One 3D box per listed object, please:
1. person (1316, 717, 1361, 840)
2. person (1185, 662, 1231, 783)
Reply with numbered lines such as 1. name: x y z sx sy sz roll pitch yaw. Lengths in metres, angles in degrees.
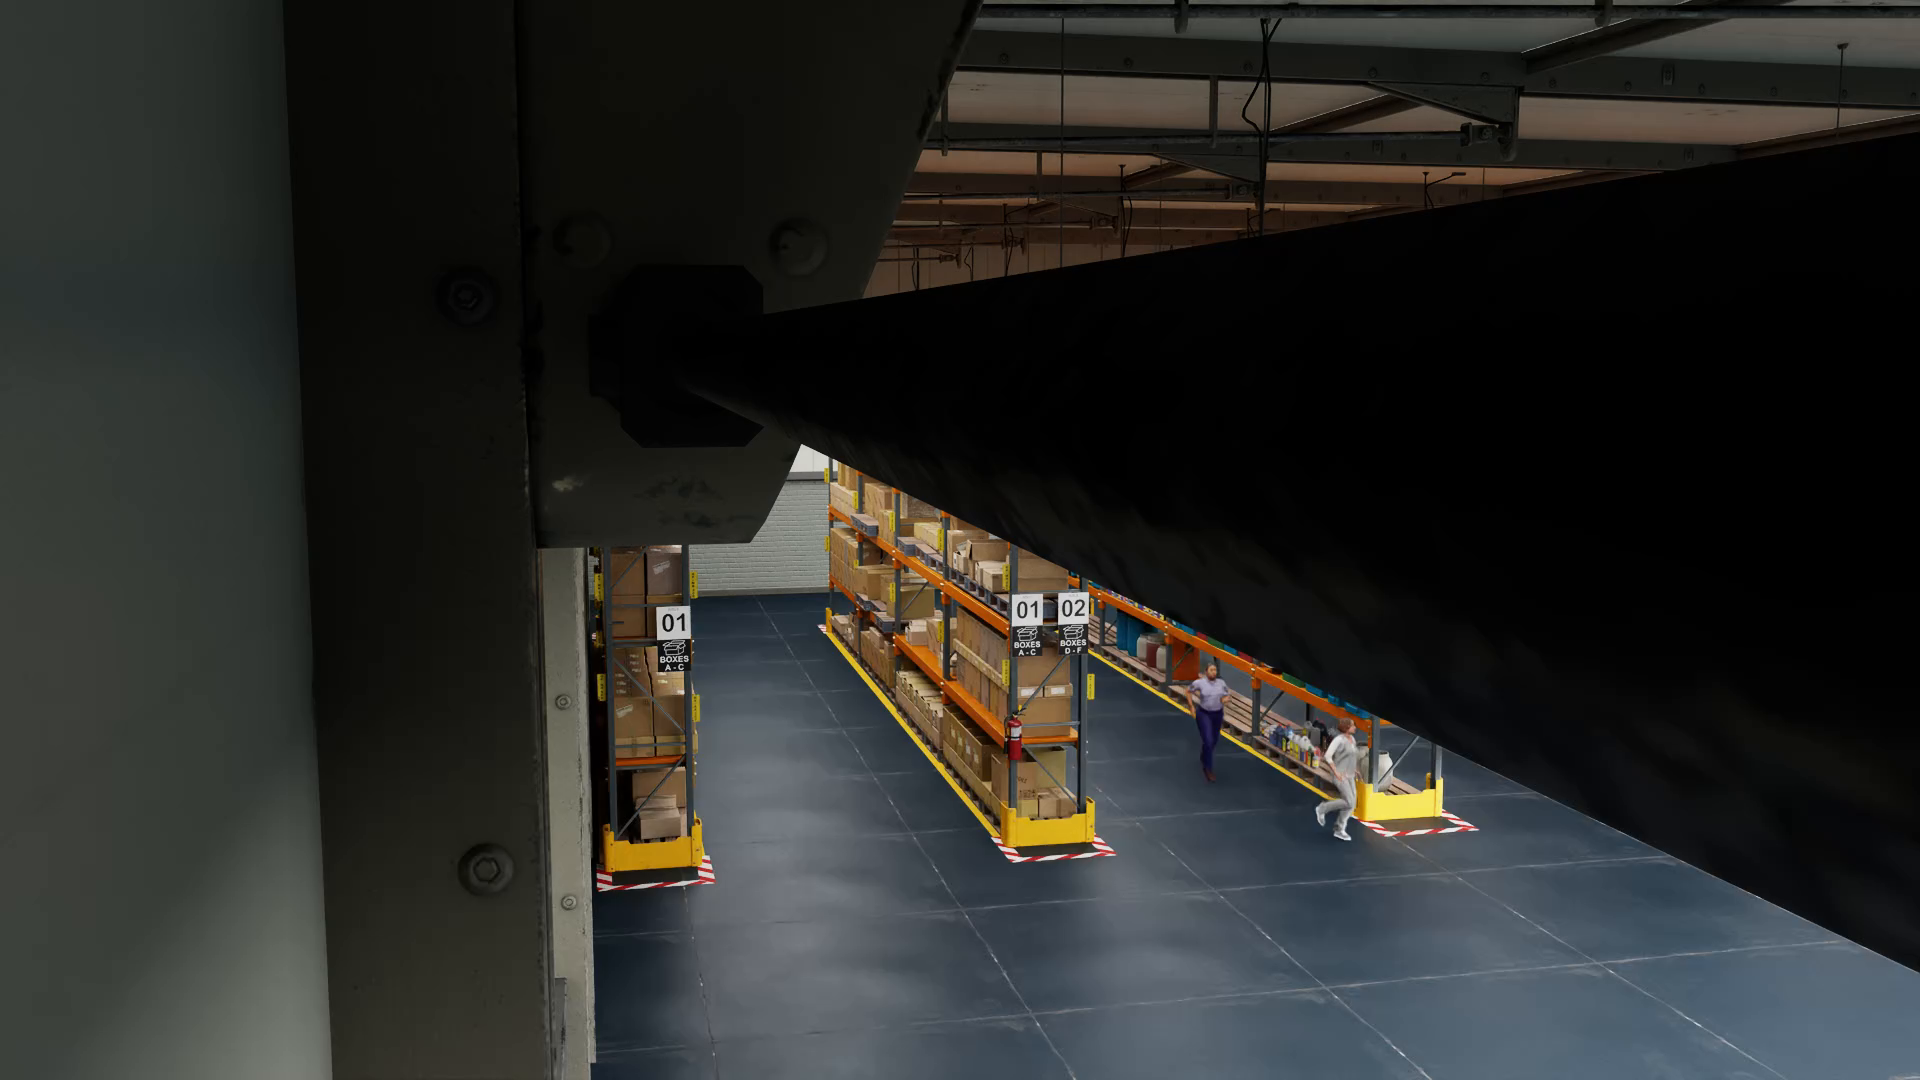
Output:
1. person: 4.927 3.040 21.410 0.528 1.522 0.575 6 9 42
2. person: 3.645 2.627 24.313 0.582 1.708 0.758 -2 7 -19
